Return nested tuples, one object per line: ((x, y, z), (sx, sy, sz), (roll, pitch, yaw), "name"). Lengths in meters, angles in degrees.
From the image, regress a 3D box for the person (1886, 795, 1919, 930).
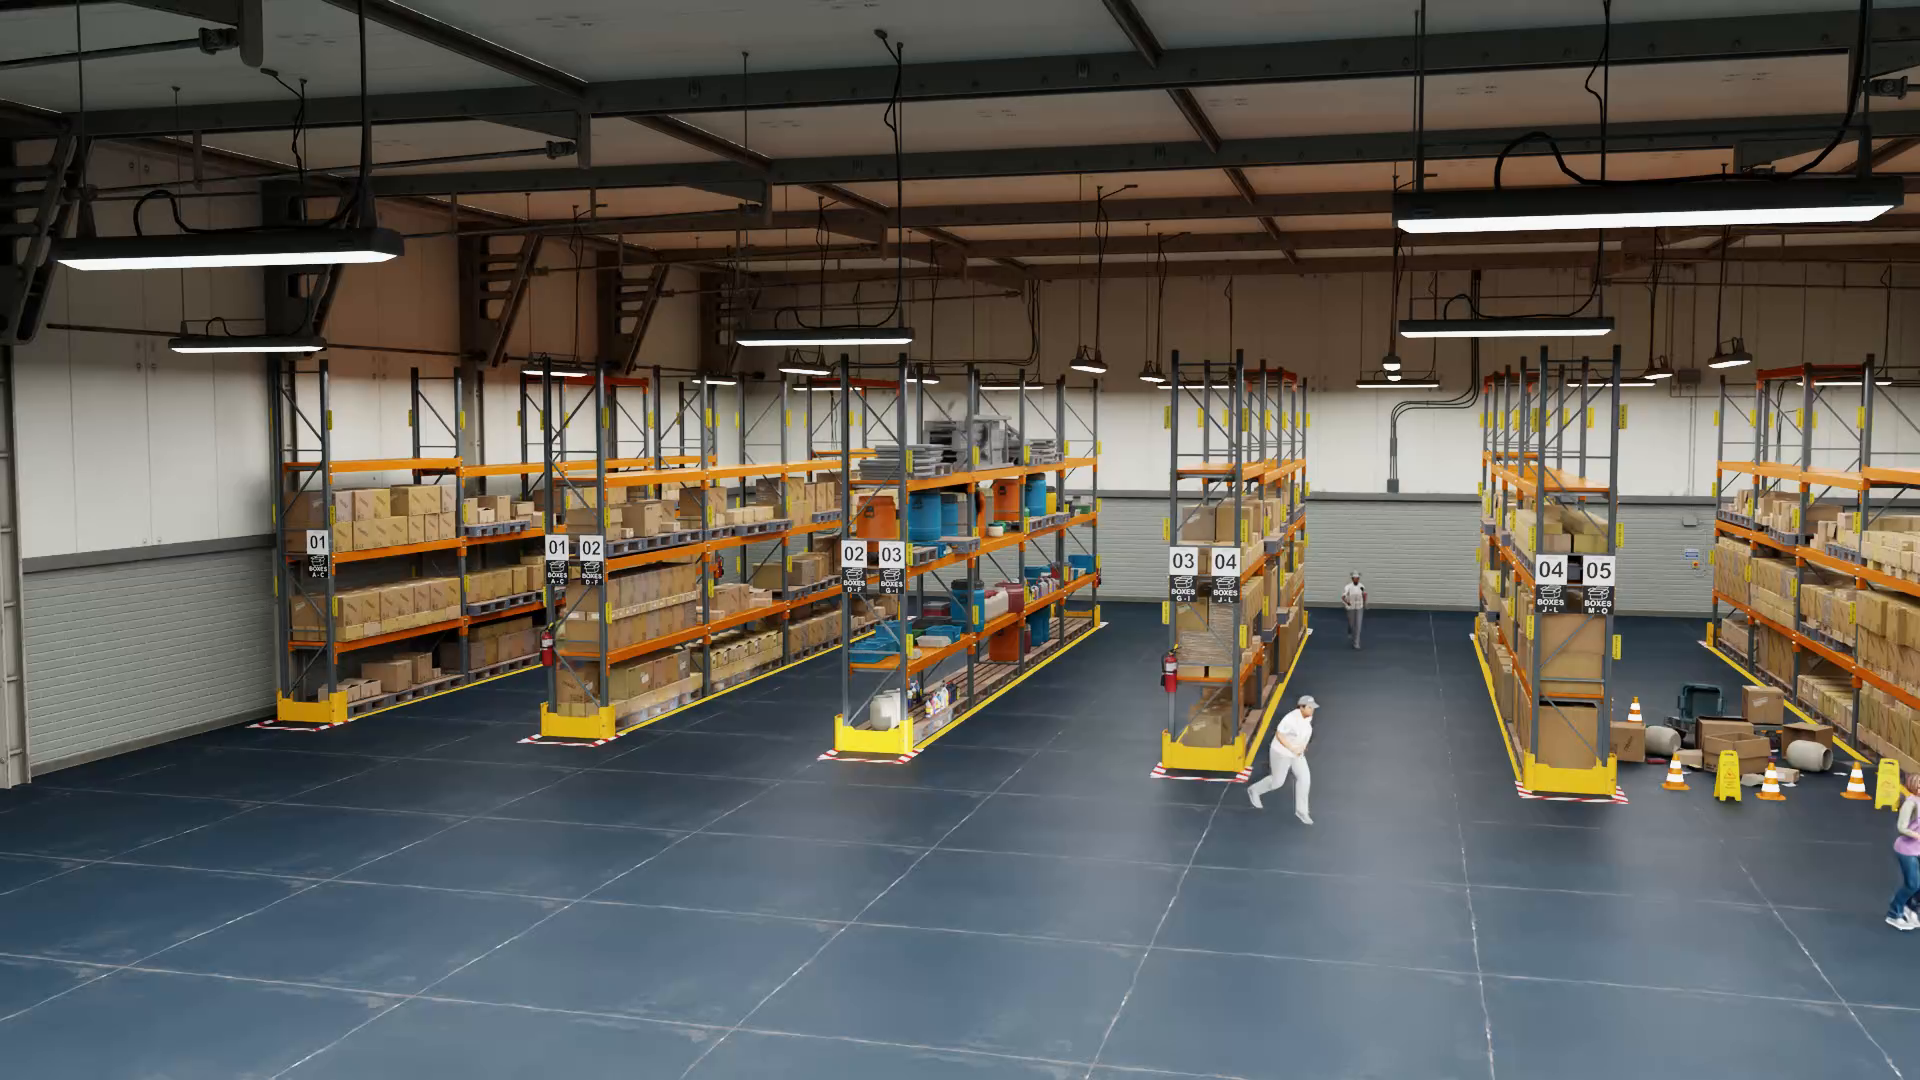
((9.306, 3.154, 16.226), (0.348, 1.346, 0.515), (-2, 5, -30), "person")

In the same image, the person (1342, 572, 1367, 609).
((8.721, 1.105, 36.701), (0.541, 0.839, 0.377), (0, 4, 5), "person")

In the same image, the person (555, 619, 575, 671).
((-7.010, 2.074, 29.731), (0.459, 1.319, 0.755), (0, 4, 3), "person")

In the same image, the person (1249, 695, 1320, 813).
((4.091, 2.658, 20.912), (0.970, 1.492, 0.600), (4, 6, 42), "person")
